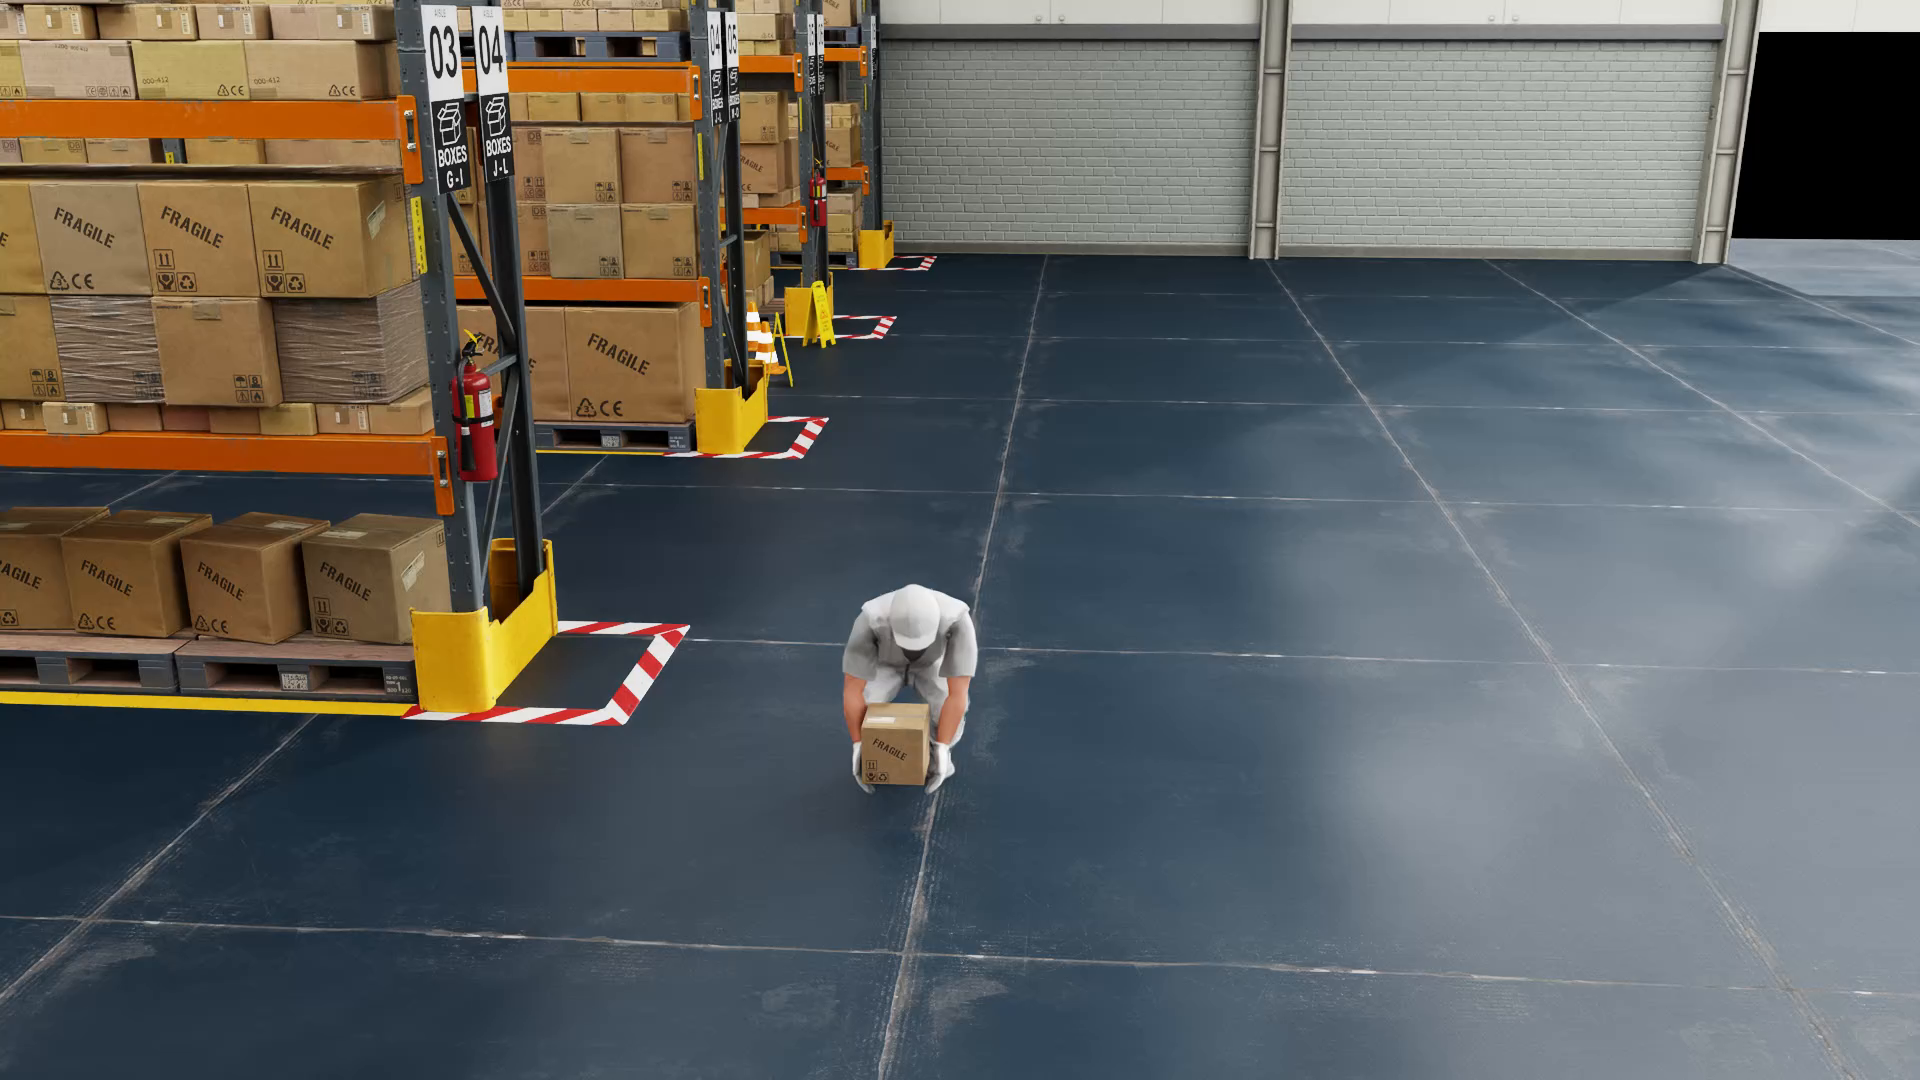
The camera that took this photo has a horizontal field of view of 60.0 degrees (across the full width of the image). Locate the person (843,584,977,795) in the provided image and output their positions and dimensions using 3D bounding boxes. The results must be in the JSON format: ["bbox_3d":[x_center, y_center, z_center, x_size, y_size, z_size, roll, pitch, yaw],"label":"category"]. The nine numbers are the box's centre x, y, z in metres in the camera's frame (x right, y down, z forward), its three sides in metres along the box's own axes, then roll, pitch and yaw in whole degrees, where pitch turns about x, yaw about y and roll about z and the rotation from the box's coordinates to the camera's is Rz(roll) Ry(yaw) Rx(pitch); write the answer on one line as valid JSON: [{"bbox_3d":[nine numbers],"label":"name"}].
[{"bbox_3d":[-0.203,0.571,7.028,0.566,0.991,0.876,1,17,4],"label":"person"}]
